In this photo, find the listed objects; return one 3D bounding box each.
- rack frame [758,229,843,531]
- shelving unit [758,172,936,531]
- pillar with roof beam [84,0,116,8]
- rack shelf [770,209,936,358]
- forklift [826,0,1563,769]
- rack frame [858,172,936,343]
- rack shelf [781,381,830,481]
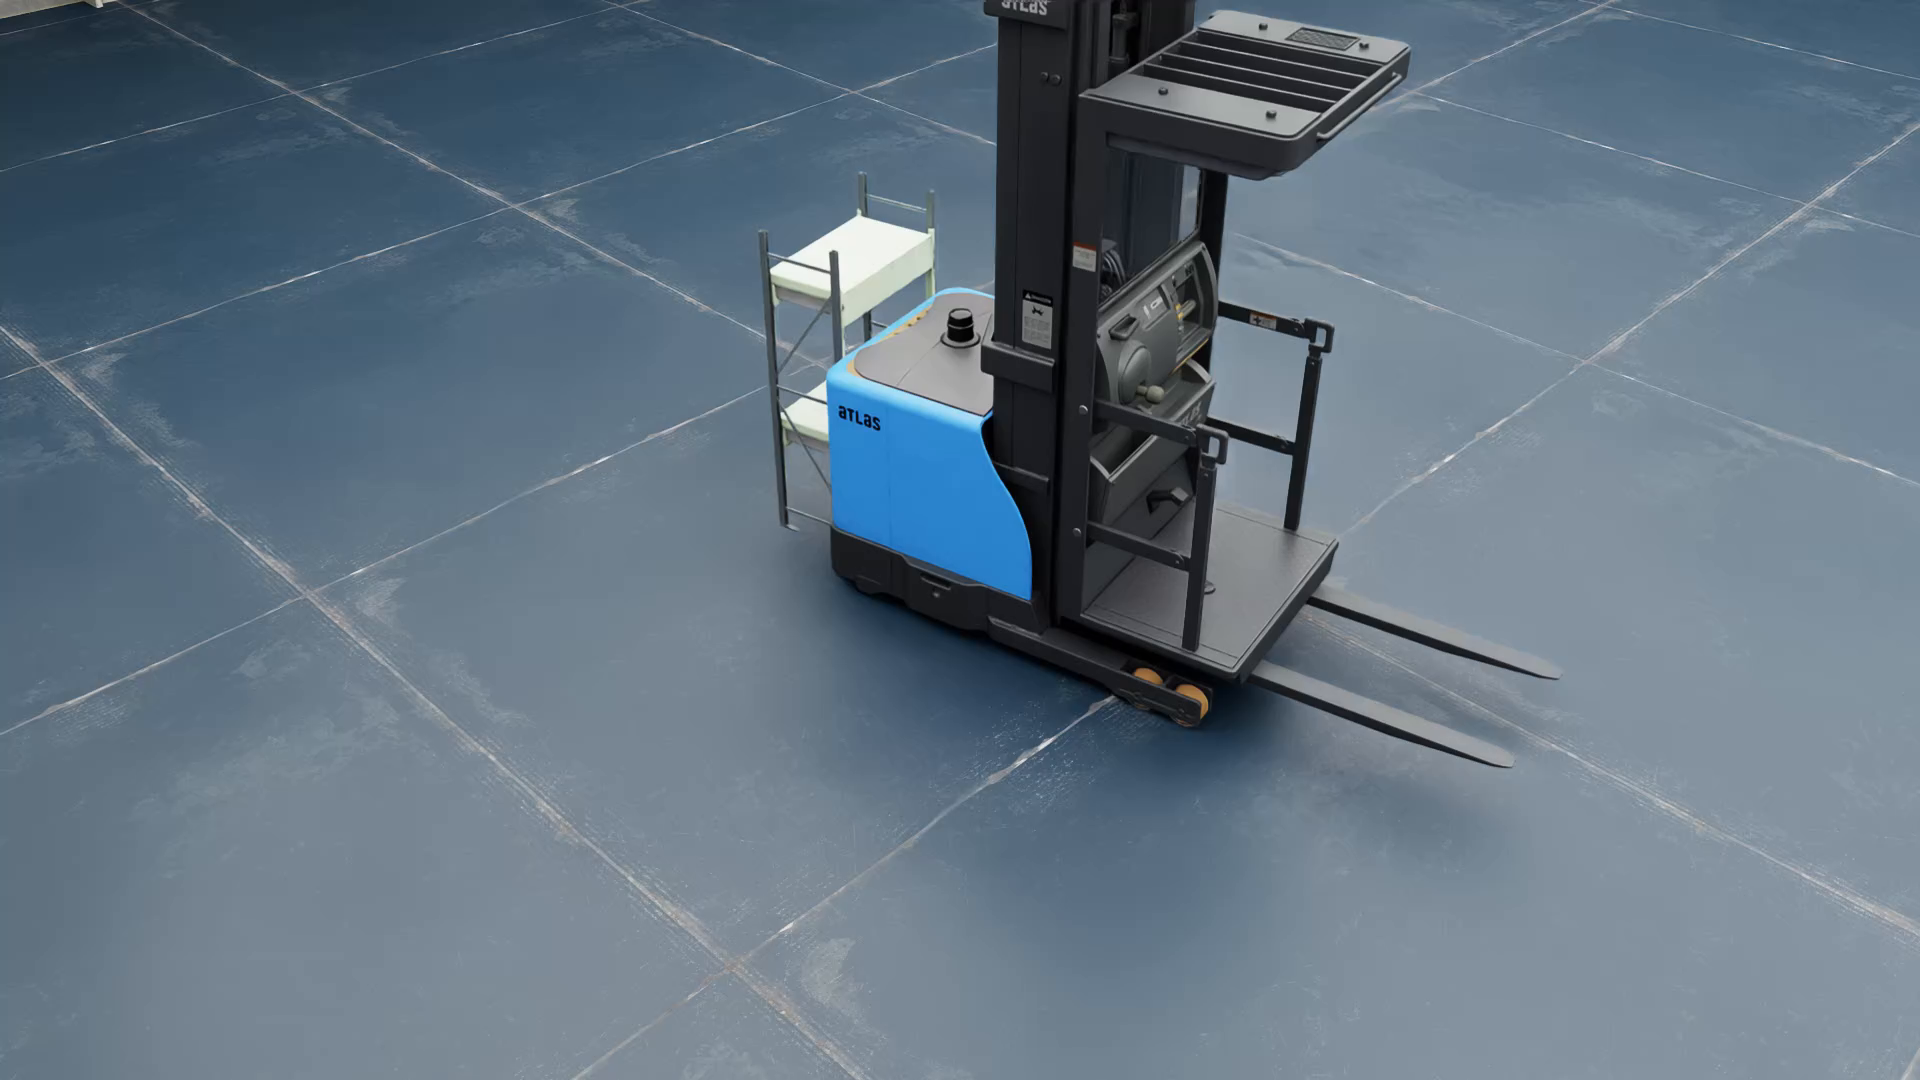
[{"bbox_3d":[-0.674,-0.628,7.339,0.400,1.500,0.023,20,39,26],"label":"rack frame"},{"bbox_3d":[-0.480,-0.805,7.594,0.431,1.500,0.755,20,39,26],"label":"shelving unit"},{"bbox_3d":[-4.350,-6.682,9.465,9.100,9.000,0.400,30,45,35],"label":"pillar with roof beam"},{"bbox_3d":[-0.480,-1.125,7.370,0.431,0.370,0.720,20,39,26],"label":"rack shelf"},{"bbox_3d":[0.943,-0.803,6.339,3.031,2.935,1.130,20,40,26],"label":"forklift"},{"bbox_3d":[-0.286,-0.983,7.848,0.400,1.500,0.023,20,39,26],"label":"rack frame"},{"bbox_3d":[-0.480,-0.538,7.780,0.431,0.370,0.720,20,39,26],"label":"rack shelf"}]
